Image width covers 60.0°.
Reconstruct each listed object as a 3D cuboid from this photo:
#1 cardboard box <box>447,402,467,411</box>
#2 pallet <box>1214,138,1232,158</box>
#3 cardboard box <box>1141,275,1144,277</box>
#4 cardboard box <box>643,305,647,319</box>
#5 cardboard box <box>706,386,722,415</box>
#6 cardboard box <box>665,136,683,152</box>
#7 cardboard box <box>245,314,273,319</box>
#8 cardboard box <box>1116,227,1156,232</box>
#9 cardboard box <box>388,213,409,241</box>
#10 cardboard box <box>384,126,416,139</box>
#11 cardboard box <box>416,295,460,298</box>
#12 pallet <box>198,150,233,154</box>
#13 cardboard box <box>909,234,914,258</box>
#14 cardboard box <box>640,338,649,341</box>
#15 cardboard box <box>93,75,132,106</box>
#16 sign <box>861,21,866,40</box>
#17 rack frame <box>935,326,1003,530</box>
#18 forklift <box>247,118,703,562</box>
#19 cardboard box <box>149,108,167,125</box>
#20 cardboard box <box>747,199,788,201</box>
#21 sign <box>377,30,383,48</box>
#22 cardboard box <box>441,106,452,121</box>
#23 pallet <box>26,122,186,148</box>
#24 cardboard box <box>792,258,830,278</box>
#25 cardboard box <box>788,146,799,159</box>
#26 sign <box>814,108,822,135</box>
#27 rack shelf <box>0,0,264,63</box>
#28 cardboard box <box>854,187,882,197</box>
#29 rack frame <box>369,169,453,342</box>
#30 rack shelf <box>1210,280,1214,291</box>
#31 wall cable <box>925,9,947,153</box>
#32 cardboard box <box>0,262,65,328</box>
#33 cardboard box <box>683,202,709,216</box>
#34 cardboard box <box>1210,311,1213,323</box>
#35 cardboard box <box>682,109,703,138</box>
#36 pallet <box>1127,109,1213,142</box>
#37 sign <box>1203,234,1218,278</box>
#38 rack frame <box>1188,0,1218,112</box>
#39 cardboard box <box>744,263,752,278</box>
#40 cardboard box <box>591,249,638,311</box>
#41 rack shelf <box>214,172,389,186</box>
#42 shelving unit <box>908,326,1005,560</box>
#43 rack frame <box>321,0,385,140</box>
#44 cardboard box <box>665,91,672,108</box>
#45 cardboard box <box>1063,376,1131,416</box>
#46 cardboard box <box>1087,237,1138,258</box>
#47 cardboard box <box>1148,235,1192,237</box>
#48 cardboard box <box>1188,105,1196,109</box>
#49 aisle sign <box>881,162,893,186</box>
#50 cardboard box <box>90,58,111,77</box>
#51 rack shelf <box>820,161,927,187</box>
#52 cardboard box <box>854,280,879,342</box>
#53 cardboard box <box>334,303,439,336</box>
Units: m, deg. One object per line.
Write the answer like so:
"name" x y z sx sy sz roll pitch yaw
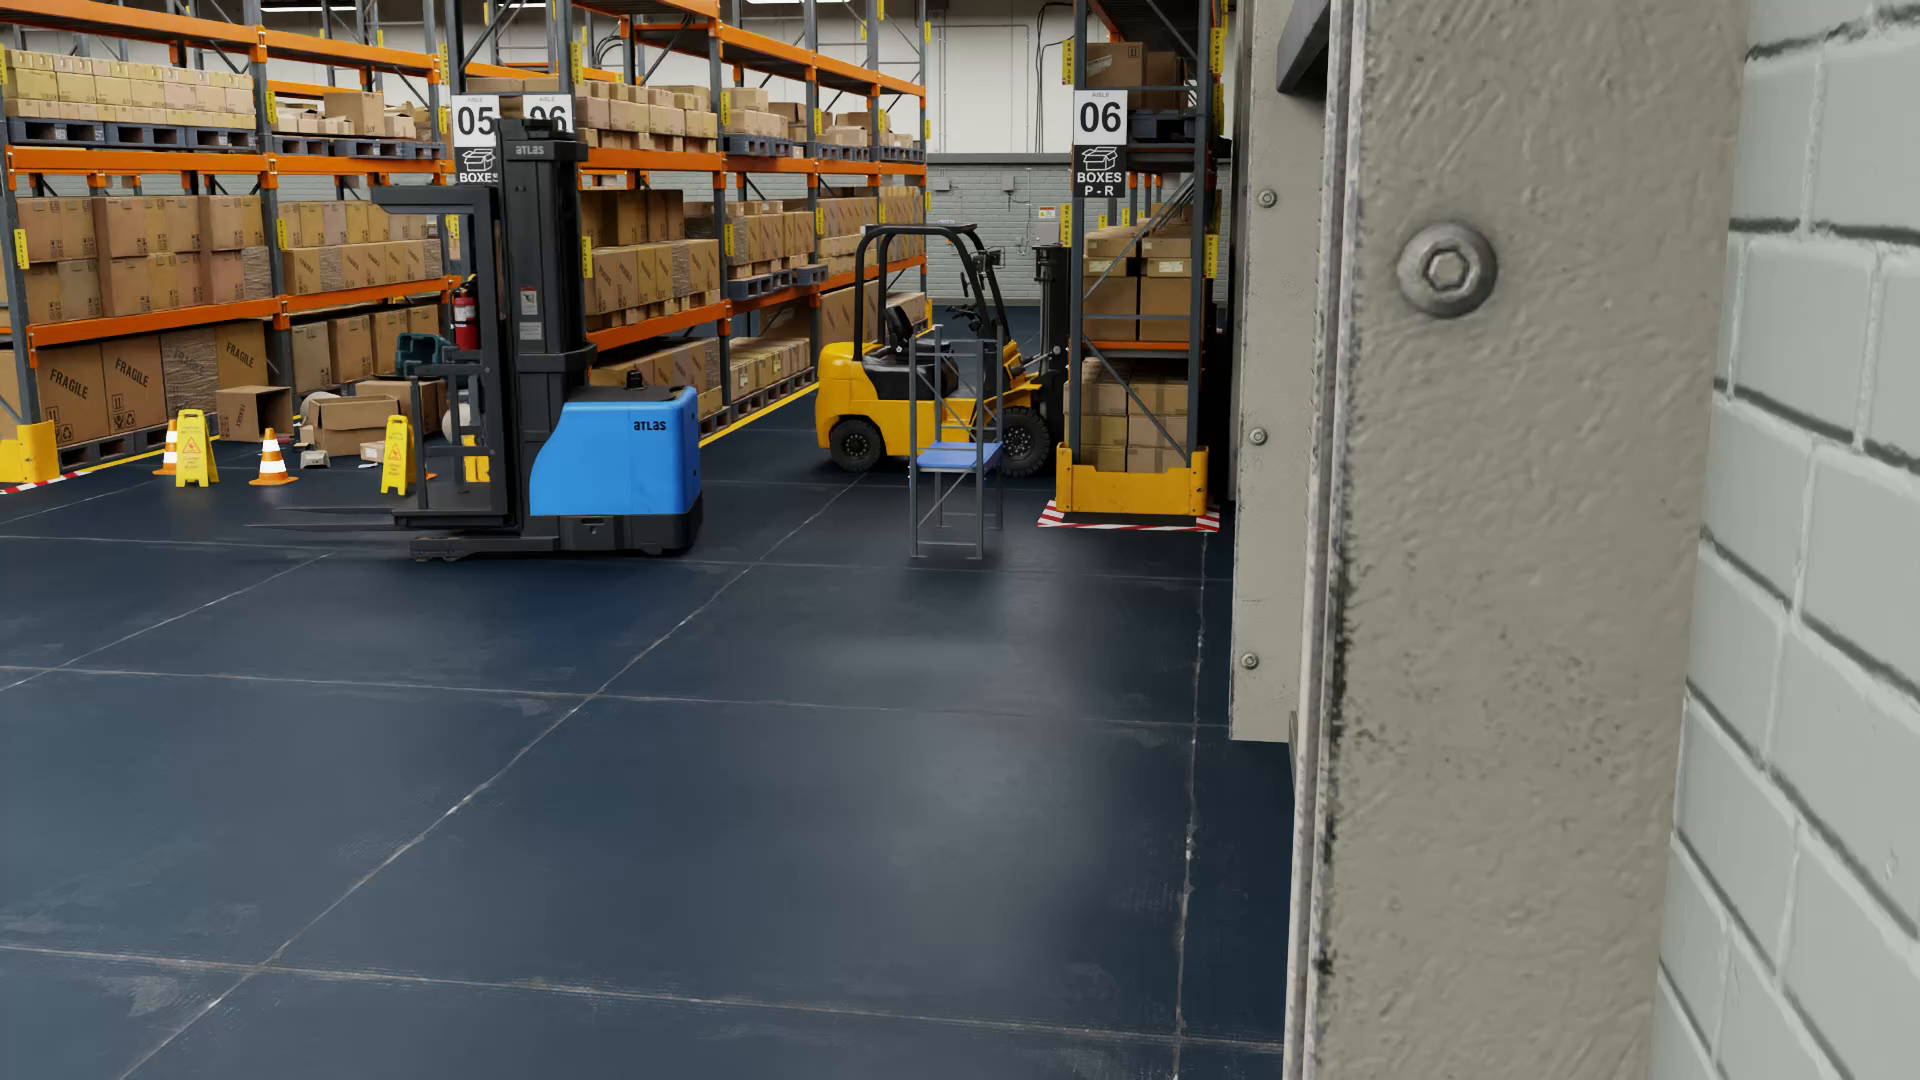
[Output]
"cardboard box" -5.182 -1.268 17.246 0.258 0.266 0.396 -7 14 -30
"pallet" 2.569 -4.607 19.578 1.213 0.211 1.003 2 12 11
"cardboard box" 1.763 -1.964 13.749 0.500 0.500 0.500 2 12 10
"cardboard box" -3.076 -2.082 15.130 0.380 0.149 0.250 2 12 11
"cardboard box" -2.761 -1.434 17.056 0.500 0.250 0.500 2 12 11
"cardboard box" -2.855 -3.759 15.790 0.380 0.149 0.250 2 12 10
"cardboard box" -11.576 -3.724 26.198 1.225 0.875 0.875 2 12 9
"cardboard box" 1.694 -2.941 16.037 0.380 0.149 0.250 2 12 10
"cardboard box" -7.383 -4.016 20.896 0.700 0.500 0.500 2 12 8
"cardboard box" -7.102 -5.151 20.975 0.380 0.166 0.250 2 12 9
"cardboard box" -7.314 -3.283 23.262 0.500 0.250 0.500 2 12 9
"pallet" -11.590 -5.871 25.451 0.805 0.209 1.217 1 12 6
"cardboard box" -1.064 -4.931 27.516 0.500 0.500 0.500 2 12 10
"cardboard box" -3.372 -2.111 16.879 0.380 0.149 0.250 2 12 9
"cardboard box" -7.976 -4.107 15.224 0.500 0.250 0.500 2 12 8
"sign" -1.638 -8.688 28.356 0.100 0.325 0.005 2 12 9
"rack frame" 0.065 -0.821 12.244 0.500 1.500 0.032 2 12 9
"forklift" -3.393 -1.399 11.527 3.031 2.935 1.130 -1 12 -3
"cardboard box" -7.816 -4.038 15.850 0.380 0.149 0.250 2 12 8
"cardboard box" -2.500 -4.191 21.709 0.500 0.500 0.500 2 12 7
"sign" -10.348 -8.931 29.669 0.100 0.325 0.005 2 12 9
"cardboard box" -6.813 -5.748 22.373 0.396 0.266 0.258 2 12 9
"pallet" -8.169 -3.844 15.798 1.003 0.211 1.213 2 12 9
"cardboard box" -1.997 -3.557 21.737 0.500 0.250 0.500 2 12 8
"cardboard box" -2.192 -4.756 20.419 0.380 0.149 0.250 2 12 9
"sign" -1.785 -5.238 20.832 0.100 0.325 0.005 2 12 9
"rack shelf" -8.150 -4.813 15.623 1.077 0.370 4.000 2 12 9
"cardboard box" -1.400 -5.282 25.231 0.380 0.149 0.250 2 12 8
"rack frame" -7.227 -3.676 21.933 1.000 3.000 0.127 2 12 9
"rack shelf" 2.892 -3.442 22.551 1.077 0.370 4.000 2 12 9
"wall cable" -0.494 -9.328 33.918 0.463 3.000 0.029 2 12 9
"cardboard box" -8.445 -2.163 14.555 0.875 0.550 0.550 2 12 9
"cardboard box" -2.995 -3.668 18.415 0.380 0.149 0.250 2 12 7
"cardboard box" 3.133 -2.938 21.904 0.380 0.149 0.250 1 12 6
"cardboard box" -2.814 -4.037 16.136 0.500 0.250 0.500 2 12 8
"pallet" 1.489 -3.281 13.188 1.003 0.211 1.213 2 12 9
"sign" 1.902 -2.154 12.627 0.100 0.325 0.005 2 12 9
"rack frame" 2.585 -6.310 19.911 1.000 3.000 0.127 2 12 9
"cardboard box" -2.491 -2.943 18.131 0.380 0.149 0.250 2 12 10
"cardboard box" -3.128 -2.264 14.433 0.500 0.500 0.500 2 12 10
"rack shelf" -11.190 -6.222 28.331 1.077 0.370 4.000 2 12 9
"shelving unit" -0.013 -0.715 11.753 0.538 1.500 1.048 2 12 9
"rack frame" -10.882 -8.456 29.871 1.000 3.000 0.127 2 12 9
"cardboard box" -2.902 -4.092 15.446 0.380 0.149 0.250 2 12 9
"cardboard box" 1.117 -1.168 13.448 0.500 0.250 0.500 2 12 11
"cardboard box" 1.201 -2.304 13.083 0.380 0.149 0.250 2 12 9
"cardboard box" 1.717 -2.395 13.503 0.380 0.149 0.250 2 12 10
"cardboard box" 3.213 -6.033 23.421 0.396 0.266 0.258 2 12 9
"aisle sign" -1.366 -6.498 28.853 0.394 0.787 0.004 2 12 9
"cardboard box" -7.935 -4.269 15.033 0.380 0.149 0.250 2 12 8
"rack shelf" -1.398 -5.901 26.841 1.077 0.370 4.000 2 12 9
"cardboard box" -1.722 -3.405 24.718 0.875 0.875 0.875 2 12 10
"cardboard box" -7.410 -2.658 21.551 1.050 0.750 0.750 2 12 8
